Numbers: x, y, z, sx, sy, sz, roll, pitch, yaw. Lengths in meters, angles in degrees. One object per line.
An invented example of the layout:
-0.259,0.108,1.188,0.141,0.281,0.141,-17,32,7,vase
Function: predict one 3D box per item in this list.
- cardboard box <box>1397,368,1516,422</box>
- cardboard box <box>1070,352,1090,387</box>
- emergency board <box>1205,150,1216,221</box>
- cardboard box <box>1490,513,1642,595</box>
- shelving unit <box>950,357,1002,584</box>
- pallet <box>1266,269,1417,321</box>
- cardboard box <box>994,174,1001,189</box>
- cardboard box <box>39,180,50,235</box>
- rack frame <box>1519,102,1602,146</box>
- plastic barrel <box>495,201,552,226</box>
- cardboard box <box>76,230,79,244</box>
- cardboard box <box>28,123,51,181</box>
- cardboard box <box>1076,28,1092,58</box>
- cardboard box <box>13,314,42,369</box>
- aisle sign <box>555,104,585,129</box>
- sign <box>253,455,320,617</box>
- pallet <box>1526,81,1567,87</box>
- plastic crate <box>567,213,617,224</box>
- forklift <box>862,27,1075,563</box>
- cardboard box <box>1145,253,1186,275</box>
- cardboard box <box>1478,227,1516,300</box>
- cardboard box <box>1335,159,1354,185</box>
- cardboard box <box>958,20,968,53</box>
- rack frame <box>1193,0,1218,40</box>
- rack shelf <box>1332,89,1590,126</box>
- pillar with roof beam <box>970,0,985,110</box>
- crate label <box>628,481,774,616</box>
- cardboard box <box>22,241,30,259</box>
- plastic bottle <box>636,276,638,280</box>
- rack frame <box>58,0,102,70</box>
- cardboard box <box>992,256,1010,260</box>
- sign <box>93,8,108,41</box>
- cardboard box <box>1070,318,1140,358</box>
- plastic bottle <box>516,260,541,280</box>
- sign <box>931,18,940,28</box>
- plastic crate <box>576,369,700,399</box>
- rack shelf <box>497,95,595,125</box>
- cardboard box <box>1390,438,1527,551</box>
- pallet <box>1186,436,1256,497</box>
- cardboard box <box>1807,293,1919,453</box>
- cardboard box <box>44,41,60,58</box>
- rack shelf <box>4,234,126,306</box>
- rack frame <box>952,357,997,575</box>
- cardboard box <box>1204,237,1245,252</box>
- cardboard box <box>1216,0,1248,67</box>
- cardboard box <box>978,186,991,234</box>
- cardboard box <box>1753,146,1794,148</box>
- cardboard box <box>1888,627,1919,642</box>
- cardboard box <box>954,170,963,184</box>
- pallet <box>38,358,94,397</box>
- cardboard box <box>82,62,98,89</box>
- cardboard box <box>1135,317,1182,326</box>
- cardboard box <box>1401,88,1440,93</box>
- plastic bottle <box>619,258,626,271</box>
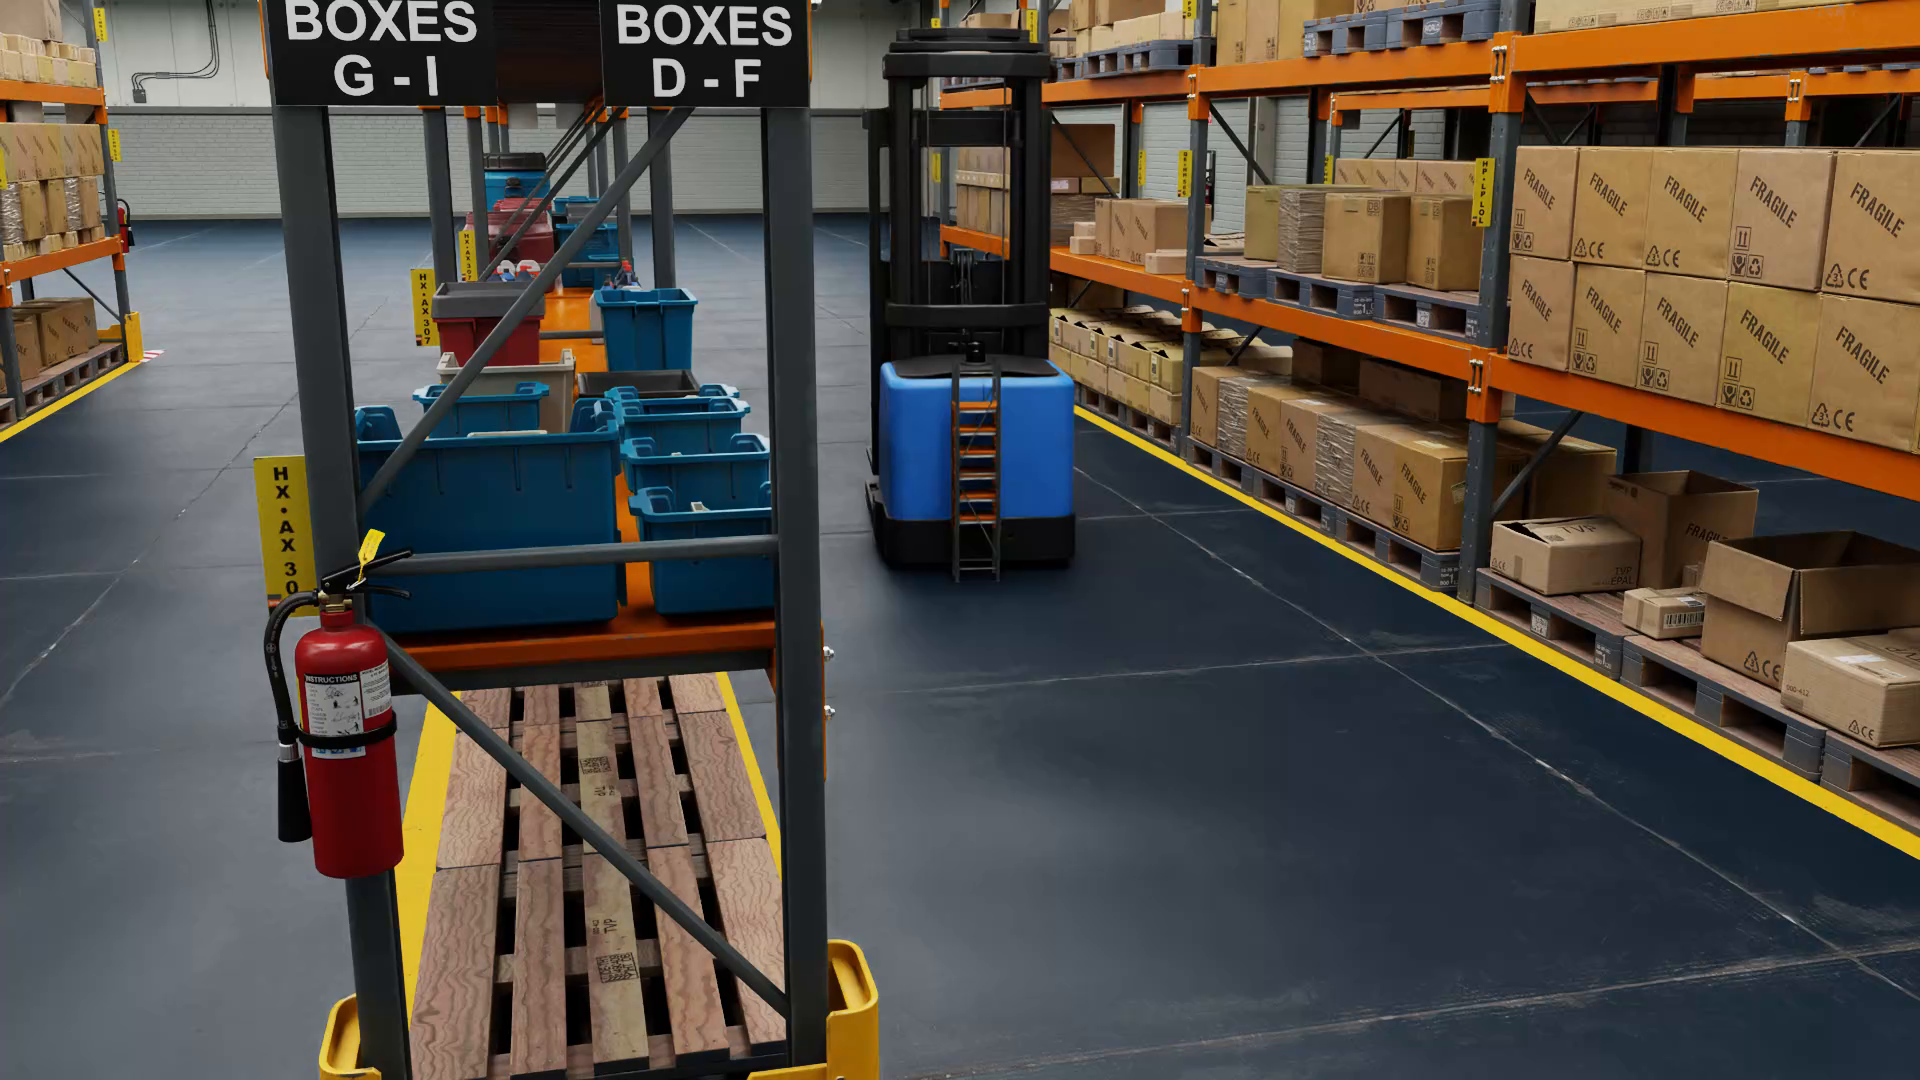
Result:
2.969,-0.878,9.960,0.500,0.250,0.500,-3,14,-13,cardboard box
1.299,-1.528,14.769,0.500,0.250,0.500,-4,14,-15,cardboard box
4.130,-6.047,28.356,0.194,1.169,0.643,-3,14,-13,emergency board
2.969,0.043,8.169,0.500,0.311,0.500,-3,14,-13,cardboard box
0.086,-0.372,8.922,0.258,1.200,0.189,-1,14,-6,shelving unit
2.603,-1.539,10.312,1.003,0.211,1.213,-3,14,-13,pallet
0.568,-3.772,17.470,0.380,0.149,0.250,-3,14,-11,cardboard box
-8.772,-2.980,14.966,0.875,0.500,0.500,-3,14,-13,cardboard box
6.016,-3.281,17.035,1.000,3.000,0.127,-3,14,-13,rack frame
-3.430,-2.392,13.113,0.433,0.535,0.433,0,14,0,plastic barrel
-8.871,-2.968,16.284,0.380,0.149,0.250,-3,14,-13,cardboard box
-8.522,-3.480,14.906,0.500,0.500,0.500,-3,14,-13,cardboard box
1.338,-4.449,14.929,0.500,0.250,0.500,-2,14,-7,cardboard box
-8.847,-1.807,15.386,0.500,0.500,0.500,-5,14,-18,cardboard box
-4.281,-4.947,18.379,0.394,0.787,0.004,-3,14,-13,aisle sign
-1.326,-0.005,3.284,0.100,0.325,0.005,-3,14,-13,sign
6.058,-4.498,16.094,1.213,0.211,1.003,-3,14,-13,pallet
-2.756,-2.227,12.586,0.402,0.464,0.583,-3,14,-13,plastic crate
-0.027,-1.595,10.280,1.130,2.935,3.031,-1,14,-6,forklift
1.662,-2.151,12.940,0.380,0.149,0.250,-3,14,-13,cardboard box
3.187,-1.533,8.784,0.700,0.500,0.500,-9,16,-32,cardboard box
4.897,-4.378,20.219,0.500,0.500,0.500,-3,14,-13,cardboard box
0.394,-5.573,18.700,0.797,0.503,0.637,-2,14,-9,cardboard box
2.142,-4.995,11.412,1.000,3.000,0.127,-3,14,-13,rack frame
5.547,-4.850,18.653,1.077,0.370,4.000,-3,14,-13,rack shelf
-3.739,-12.301,41.317,9.100,9.000,0.400,-3,14,-13,pillar with roof beam
-0.533,0.017,3.765,0.416,0.233,0.303,-3,14,-13,crate label
-8.318,-2.511,14.415,0.380,0.149,0.250,-3,14,-13,cardboard box
-1.821,-1.342,9.347,0.061,0.283,0.133,-3,14,-13,plastic bottle
-9.367,-6.289,16.710,1.000,3.000,0.127,-3,14,-13,rack frame
0.678,-3.052,19.428,0.500,0.500,0.500,-3,14,-13,cardboard box
-8.823,-5.289,17.069,0.100,0.325,0.005,-3,14,-13,sign
1.292,-1.800,14.702,0.500,0.311,0.500,-4,14,-15,cardboard box
-2.739,-1.636,10.565,0.152,0.276,0.135,-3,14,-13,plastic bottle
-0.278,-5.817,19.088,0.100,0.325,0.005,-3,14,-13,sign
-1.211,-0.535,6.251,0.437,0.125,0.590,-3,14,-13,plastic crate
-4.083,-4.298,16.393,1.077,0.370,4.000,-3,14,-13,rack shelf
2.687,-0.255,8.992,0.500,0.500,0.500,-3,14,-13,cardboard box
2.280,-0.552,11.742,1.003,0.211,1.213,-3,14,-13,pallet
3.414,-0.607,5.881,0.500,0.500,0.500,-3,14,-13,cardboard box
-8.700,-4.606,15.615,0.380,0.149,0.250,-4,14,-16,cardboard box
-8.898,-2.564,15.619,1.077,0.370,4.000,-3,14,-13,rack shelf
0.076,-0.394,9.010,0.240,1.200,0.006,-1,14,-6,rack frame
2.099,-2.124,12.488,0.500,0.311,0.500,-2,14,-10,cardboard box
2.277,-3.488,11.352,0.910,0.500,0.500,-3,14,-13,cardboard box
0.599,-3.631,18.258,0.700,0.500,0.500,-3,14,-13,cardboard box
3.574,-1.472,7.315,0.500,0.500,0.500,-4,14,-14,cardboard box
3.934,0.515,6.367,0.500,0.250,0.500,-3,14,-13,cardboard box
0.146,-4.188,19.170,0.380,0.149,0.250,-3,14,-14,cardboard box
-8.910,-1.533,15.756,1.003,0.211,1.213,-3,14,-13,pallet
-9.007,-4.662,16.686,0.500,0.250,0.500,-3,14,-12,cardboard box
1.819,-1.832,14.833,0.500,0.311,0.500,-3,14,-13,cardboard box
5.276,-5.260,18.563,0.500,0.500,0.500,-2,14,-10,cardboard box
-2.164,-1.680,10.727,0.061,0.283,0.133,-3,14,-13,plastic bottle
